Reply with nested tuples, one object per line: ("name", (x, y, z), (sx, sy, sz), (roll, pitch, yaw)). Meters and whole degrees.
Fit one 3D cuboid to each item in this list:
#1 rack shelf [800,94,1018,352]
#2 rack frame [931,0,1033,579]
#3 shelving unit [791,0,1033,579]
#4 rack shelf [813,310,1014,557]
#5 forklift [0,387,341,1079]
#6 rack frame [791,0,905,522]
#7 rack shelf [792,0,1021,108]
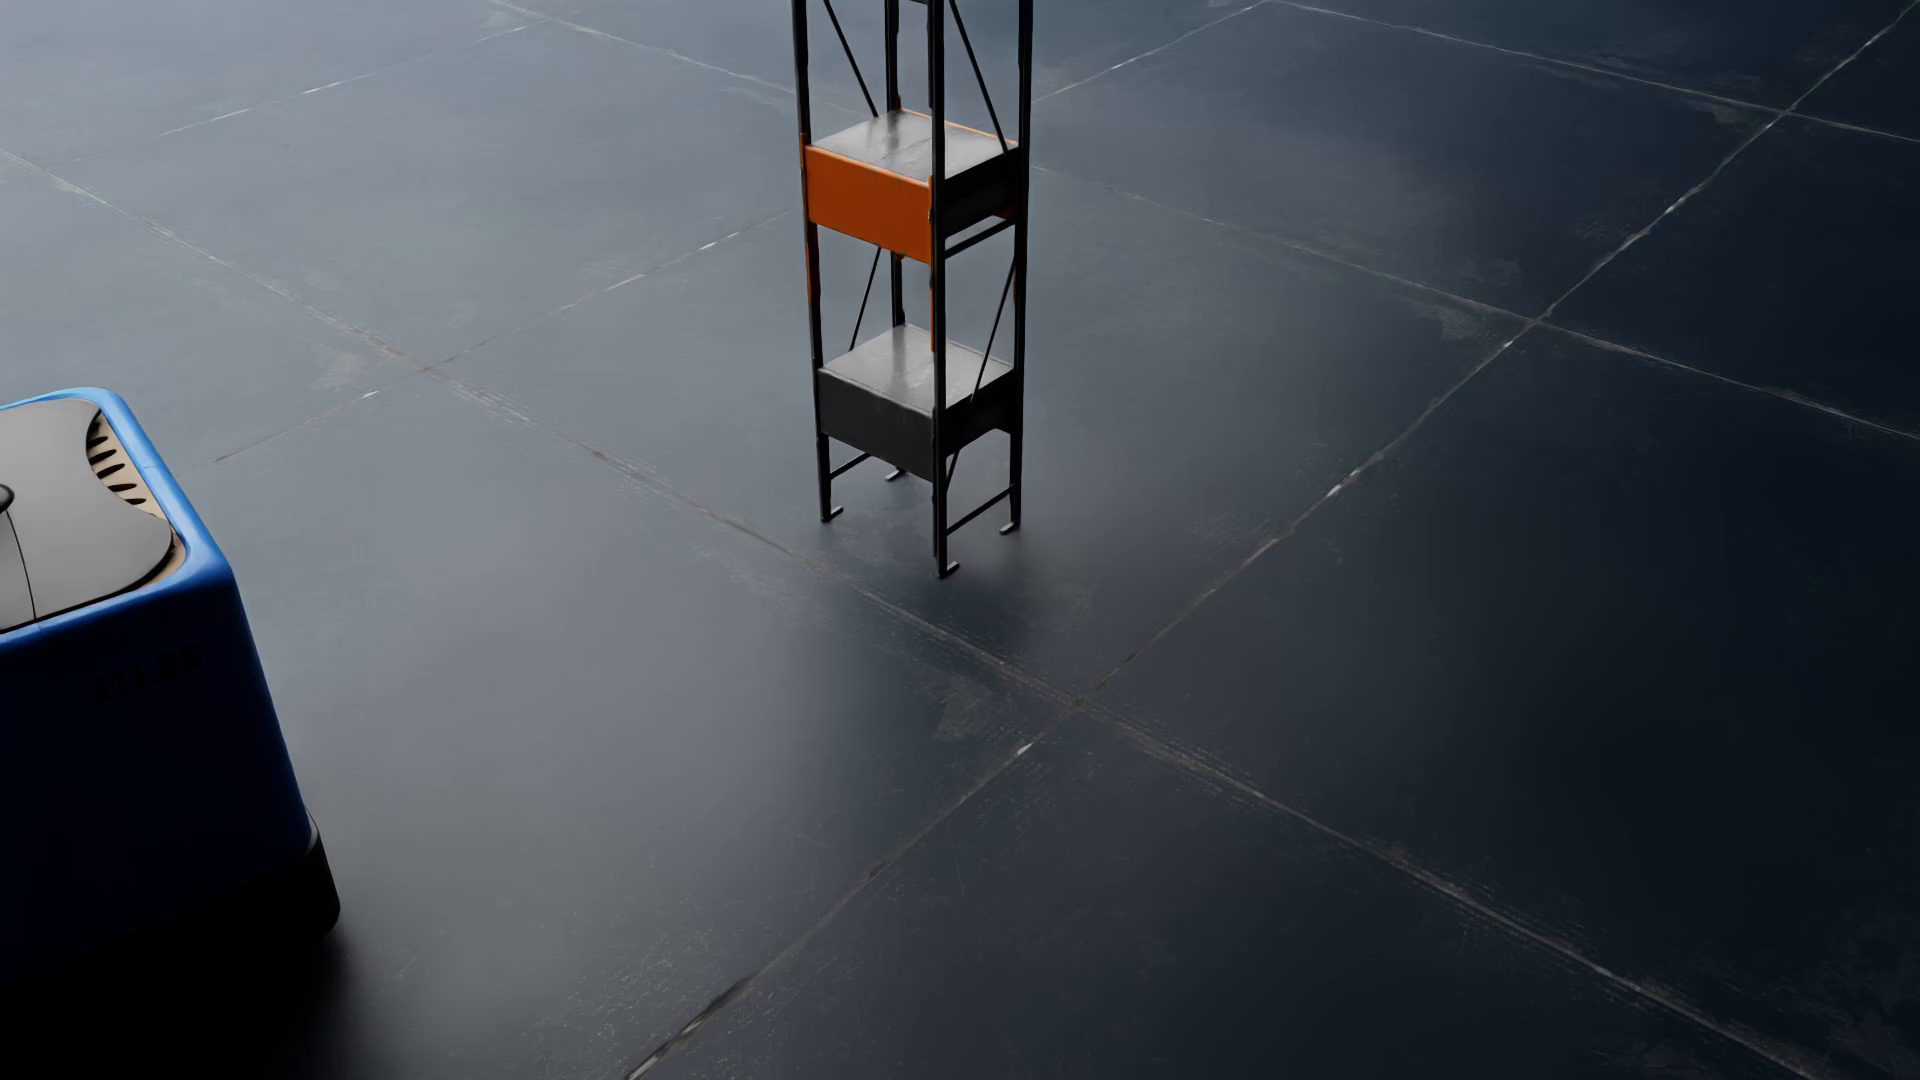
("rack shelf", (-0.127, -0.914, 4.751), (0.480, 0.518, 0.431), (25, 42, 32))
("rack frame", (0.060, -0.837, 4.614), (0.015, 2.100, 0.400), (25, 42, 32))
("shelving unit", (-0.127, -0.926, 4.743), (0.503, 2.100, 0.431), (25, 42, 32))
("rack shelf", (-0.127, -0.337, 5.147), (0.480, 0.518, 0.431), (25, 42, 32))
("forklift", (-2.927, 0.008, 2.650), (3.031, 2.935, 1.130), (-23, 40, -29))
("rack frame", (-0.315, -1.014, 4.872), (0.015, 2.100, 0.400), (25, 42, 32))
("rack shelf", (-0.127, -1.491, 4.354), (0.480, 0.518, 0.431), (25, 42, 32))
